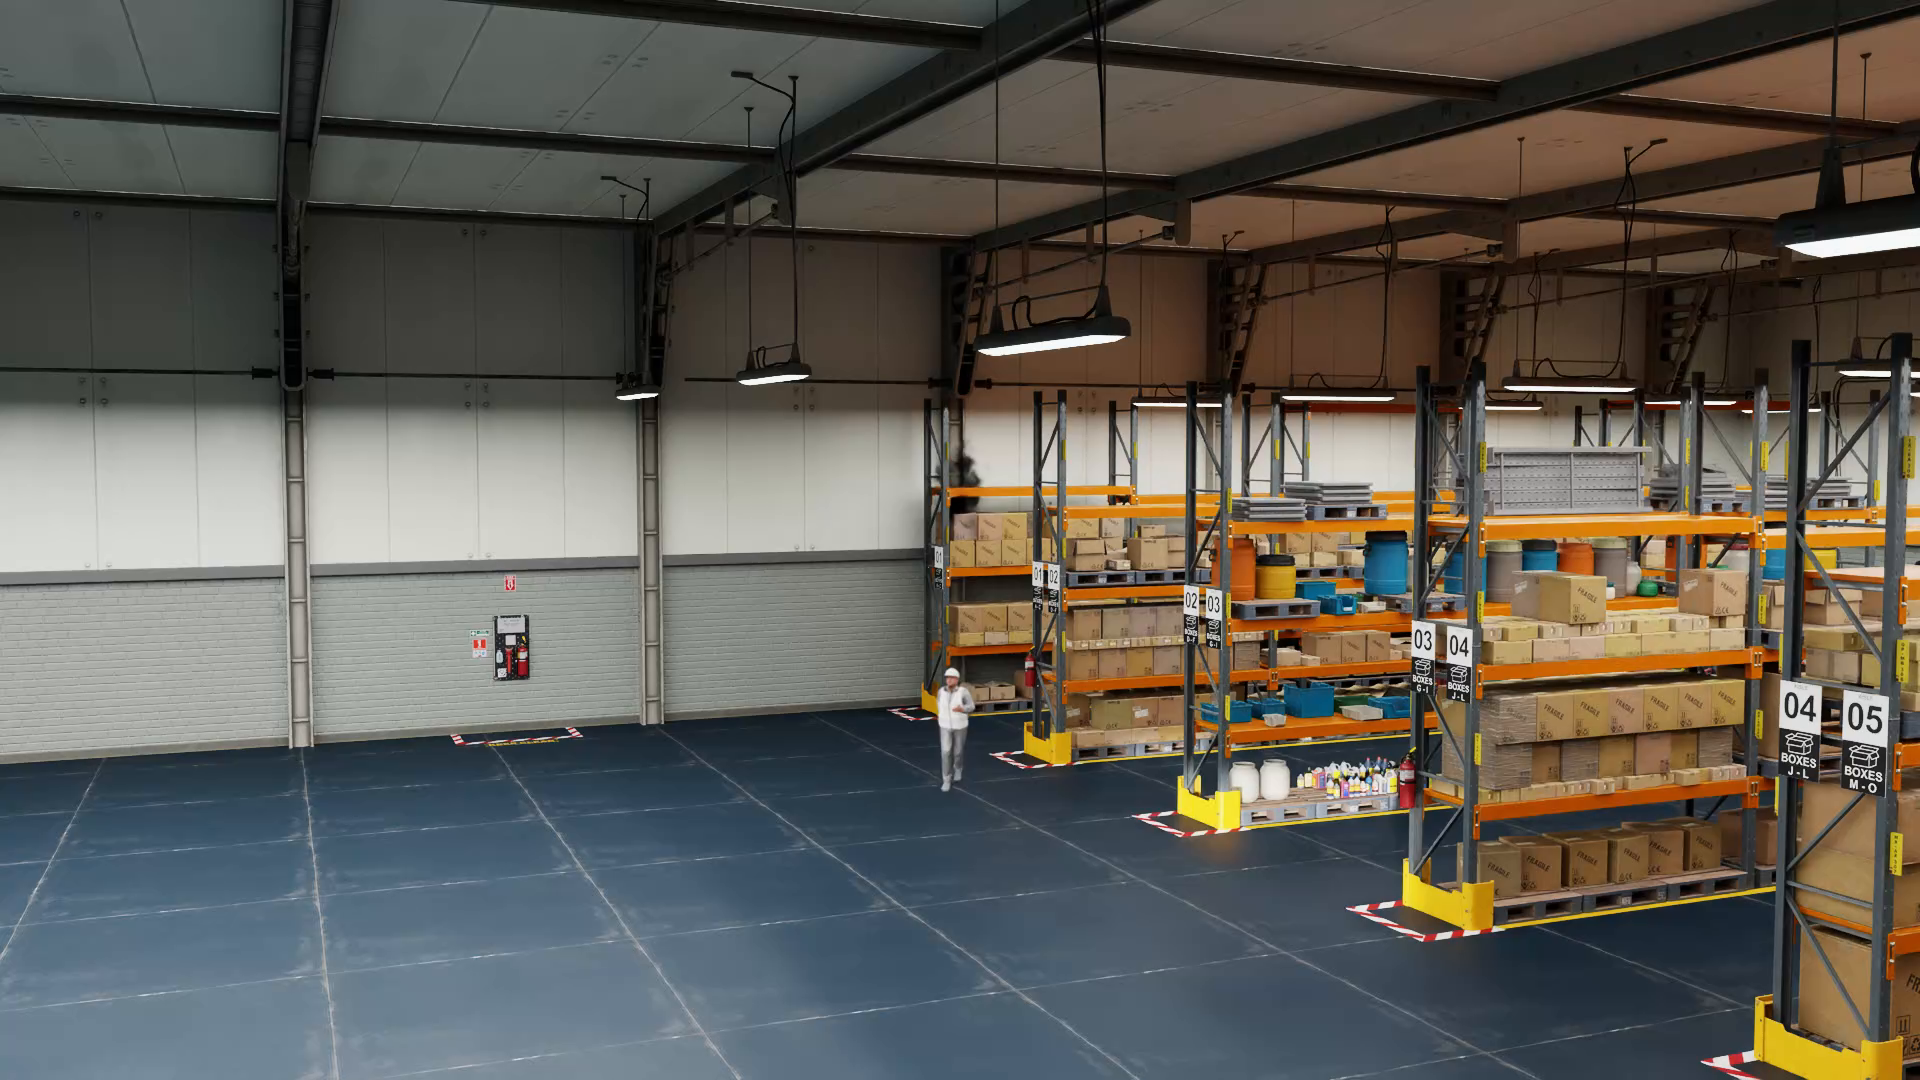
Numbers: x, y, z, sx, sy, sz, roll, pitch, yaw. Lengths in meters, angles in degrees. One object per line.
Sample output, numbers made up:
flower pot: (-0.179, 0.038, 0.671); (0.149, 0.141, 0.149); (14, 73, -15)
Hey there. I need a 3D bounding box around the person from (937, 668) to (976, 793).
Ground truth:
person: (-0.072, 2.814, 24.896); (0.636, 1.817, 0.858); (1, 3, 10)
